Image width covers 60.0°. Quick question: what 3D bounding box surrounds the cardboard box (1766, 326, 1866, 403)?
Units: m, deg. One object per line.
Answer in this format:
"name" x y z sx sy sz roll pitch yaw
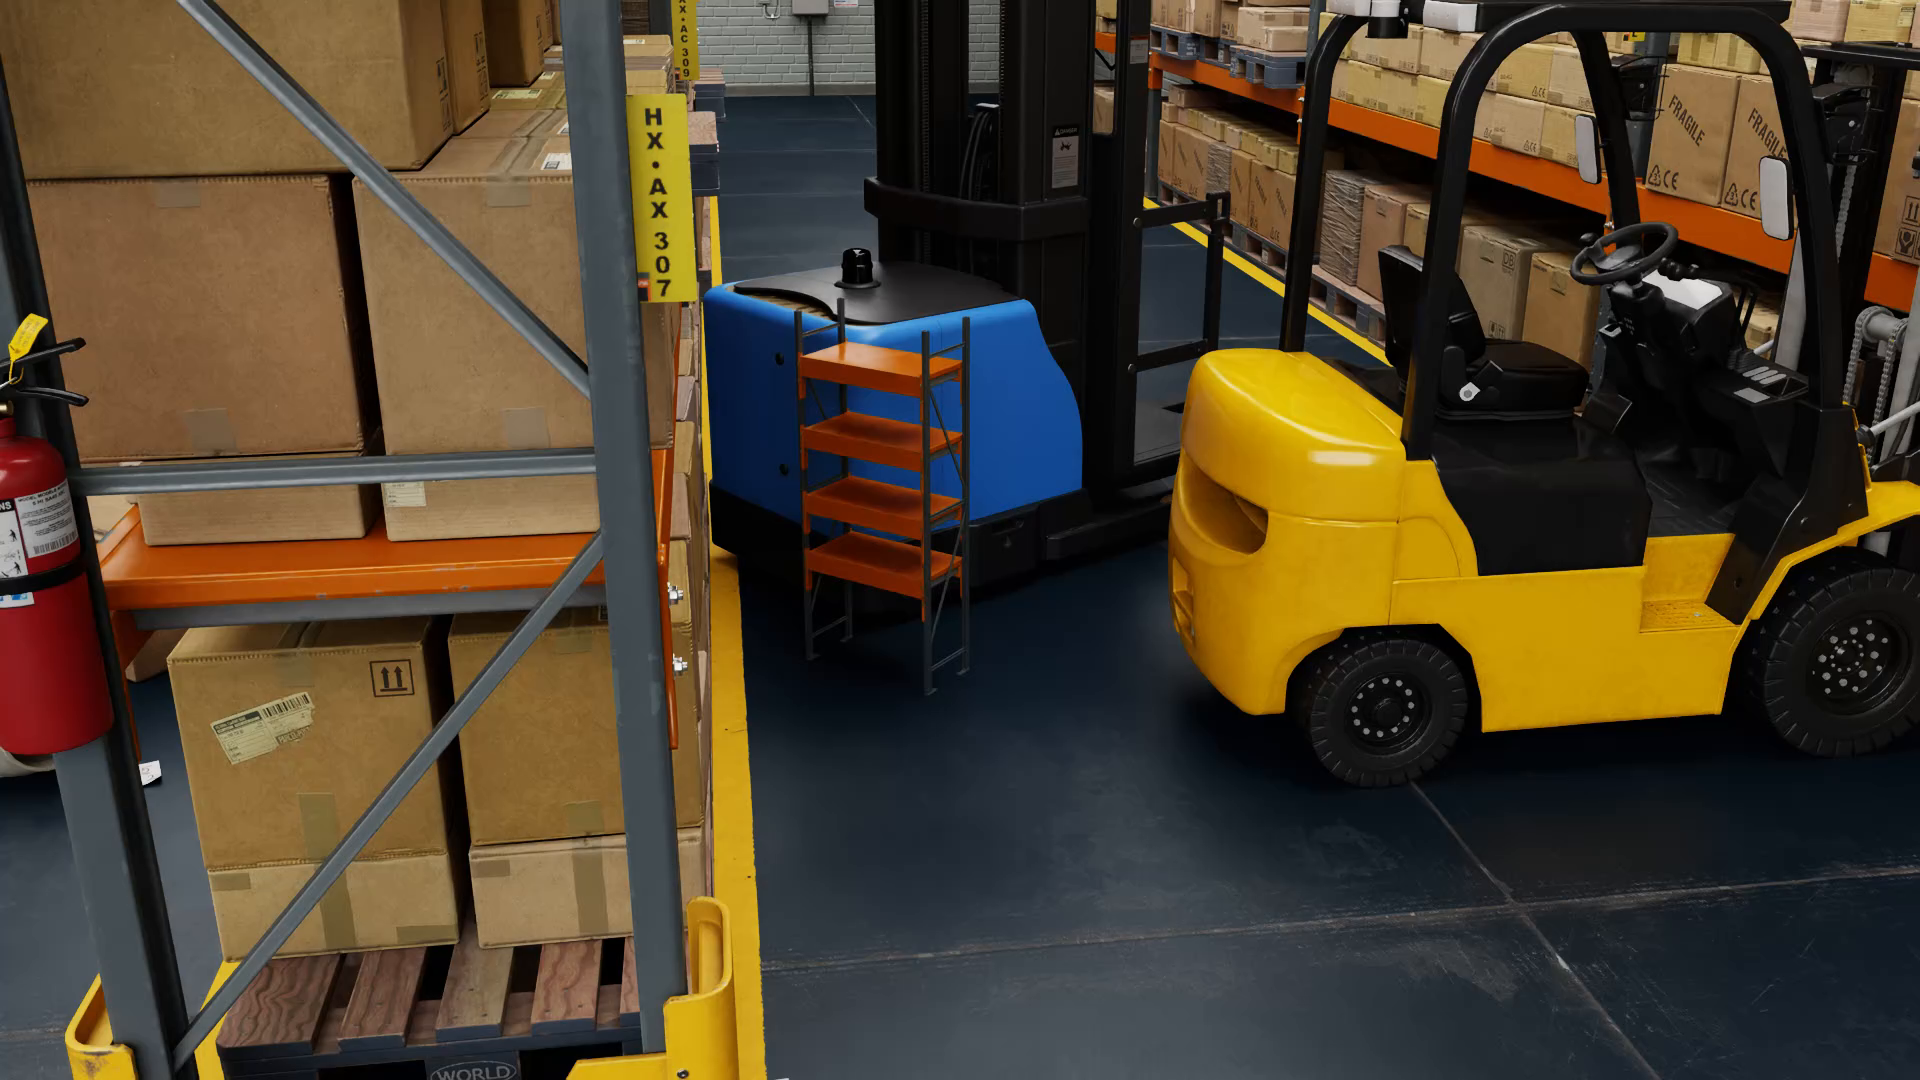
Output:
"cardboard box" 3.229 -0.586 5.898 0.500 0.250 0.500 -2 21 -6

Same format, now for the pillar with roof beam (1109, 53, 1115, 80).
"pillar with roof beam" -2.164 -9.468 19.206 9.100 9.000 0.400 -3 21 -8

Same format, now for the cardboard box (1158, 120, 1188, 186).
"cardboard box" 2.017 -3.358 14.393 0.500 0.500 0.500 -2 21 -5

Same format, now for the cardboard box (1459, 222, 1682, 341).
"cardboard box" 3.132 -1.275 8.636 0.875 0.625 0.625 -3 21 -8

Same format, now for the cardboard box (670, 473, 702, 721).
"cardboard box" -0.938 0.153 4.277 0.500 0.500 0.500 -4 21 -10

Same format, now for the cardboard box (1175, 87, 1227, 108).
"cardboard box" 2.043 -3.755 14.103 0.380 0.149 0.250 -4 21 -10

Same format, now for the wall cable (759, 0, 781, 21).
"wall cable" -2.752 -8.147 22.791 0.588 1.984 0.122 -3 21 -8

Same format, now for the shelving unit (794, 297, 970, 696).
"shelving unit" -0.245 -0.141 5.379 0.503 1.200 0.258 13 24 31

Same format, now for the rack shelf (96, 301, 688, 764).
"rack shelf" -1.300 -0.460 4.690 1.077 0.370 4.000 -3 21 -8

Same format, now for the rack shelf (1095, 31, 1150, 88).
"rack shelf" 1.882 -4.867 16.488 1.077 0.370 4.000 -3 21 -8

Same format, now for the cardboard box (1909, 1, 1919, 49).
"cardboard box" 3.340 -1.664 5.390 0.380 0.149 0.250 -3 21 -8

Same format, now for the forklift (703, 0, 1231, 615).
"forklift" 0.478 -1.515 6.585 3.031 2.935 1.130 -17 26 -37

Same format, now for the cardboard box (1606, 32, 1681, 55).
"cardboard box" 3.054 -2.199 7.247 0.380 0.149 0.250 -2 21 -6

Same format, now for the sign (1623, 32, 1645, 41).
"sign" 2.788 -2.216 6.821 0.100 0.325 0.005 -3 21 -8

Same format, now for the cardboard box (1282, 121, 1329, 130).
"cardboard box" 2.743 -3.193 13.023 0.380 0.149 0.250 -4 21 -10

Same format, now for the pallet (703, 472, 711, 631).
"pallet" -1.456 0.047 6.288 1.003 0.211 1.213 -3 21 -8

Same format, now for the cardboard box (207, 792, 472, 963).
"cardboard box" -1.398 0.712 3.853 0.500 0.250 0.500 -3 21 -8

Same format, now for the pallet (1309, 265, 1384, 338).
"pallet" 2.827 -1.533 10.519 1.003 0.211 1.213 -3 21 -8

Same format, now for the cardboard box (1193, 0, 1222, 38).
"cardboard box" 2.206 -4.125 12.731 0.700 0.500 0.500 -3 21 -8

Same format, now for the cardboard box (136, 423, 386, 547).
"cardboard box" -1.277 -0.106 3.072 0.380 0.149 0.250 -2 21 -6

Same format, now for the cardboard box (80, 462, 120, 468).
"cardboard box" -3.345 -0.573 6.455 0.500 0.500 0.500 -3 21 -8

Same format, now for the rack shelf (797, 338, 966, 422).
"rack shelf" -0.245 -0.509 5.241 0.480 0.148 0.258 13 24 31

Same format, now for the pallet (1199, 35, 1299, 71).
"pallet" 2.462 -3.710 12.635 1.003 0.211 1.213 -3 21 -8

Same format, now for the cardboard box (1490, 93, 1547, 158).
"cardboard box" 2.914 -2.006 8.015 0.500 0.250 0.500 -3 21 -8

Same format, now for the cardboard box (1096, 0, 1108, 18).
"cardboard box" 1.636 -5.269 16.325 0.500 0.250 0.500 -3 21 -9

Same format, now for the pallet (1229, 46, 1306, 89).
"pallet" 2.579 -3.268 11.452 1.213 0.211 1.003 -3 21 -8

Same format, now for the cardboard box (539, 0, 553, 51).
"cardboard box" -1.687 -1.803 5.260 0.700 0.500 0.500 -3 21 -7

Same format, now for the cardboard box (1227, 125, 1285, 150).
"cardboard box" 2.261 -3.075 12.707 0.380 0.149 0.250 -4 21 -10

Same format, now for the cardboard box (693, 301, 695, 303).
"cardboard box" -2.093 -1.644 9.987 0.950 0.372 0.625 -4 21 -11

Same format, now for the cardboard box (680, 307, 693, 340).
"cardboard box" -1.237 -0.558 6.182 0.500 0.500 0.500 -3 21 -9

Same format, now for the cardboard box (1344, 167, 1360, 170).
"cardboard box" 2.963 -2.312 11.592 0.500 0.500 0.500 -2 21 -6

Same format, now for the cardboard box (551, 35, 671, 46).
"cardboard box" -1.278 -1.535 5.970 0.500 0.500 0.500 -3 21 -9

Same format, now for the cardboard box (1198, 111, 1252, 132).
"cardboard box" 2.176 -3.429 13.655 0.380 0.149 0.250 -3 21 -9

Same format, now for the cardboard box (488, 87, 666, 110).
"cardboard box" -0.958 -0.825 4.069 0.500 0.500 0.500 -3 21 -9

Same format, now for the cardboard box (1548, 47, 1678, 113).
"cardboard box" 2.999 -2.063 7.451 0.500 0.250 0.500 -3 21 -9

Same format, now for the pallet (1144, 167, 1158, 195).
"pallet" 2.072 -3.443 15.632 1.003 0.211 1.213 -3 21 -8

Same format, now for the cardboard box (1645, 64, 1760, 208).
"cardboard box" 3.129 -1.622 6.628 0.500 0.500 0.500 -3 21 -9

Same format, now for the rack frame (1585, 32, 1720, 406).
"rack frame" 3.323 -1.741 7.092 1.000 3.000 0.127 -3 21 -8

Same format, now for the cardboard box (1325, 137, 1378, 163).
"cardboard box" 2.853 -2.828 12.045 0.380 0.149 0.250 -3 21 -7

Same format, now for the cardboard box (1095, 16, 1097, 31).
"cardboard box" 1.506 -5.202 16.717 0.380 0.149 0.250 -4 21 -9

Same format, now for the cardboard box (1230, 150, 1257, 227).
"cardboard box" 2.333 -2.643 12.477 0.500 0.500 0.500 -2 21 -5

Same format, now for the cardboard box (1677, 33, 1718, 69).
"cardboard box" 3.109 -1.969 6.630 0.380 0.149 0.250 -3 21 -9

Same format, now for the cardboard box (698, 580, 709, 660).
"cardboard box" -1.012 0.328 4.881 0.500 0.250 0.500 -2 21 -4

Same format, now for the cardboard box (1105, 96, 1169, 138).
"cardboard box" 1.822 -4.048 16.240 0.700 0.500 0.500 -4 21 -10

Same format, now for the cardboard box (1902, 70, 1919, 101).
"cardboard box" 3.265 -1.524 5.439 0.380 0.149 0.250 -4 21 -9

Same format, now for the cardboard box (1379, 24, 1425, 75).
"cardboard box" 2.697 -2.769 9.342 0.500 0.250 0.500 -3 21 -9

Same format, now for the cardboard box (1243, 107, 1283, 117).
"cardboard box" 2.595 -3.553 13.989 0.380 0.149 0.250 -3 21 -7

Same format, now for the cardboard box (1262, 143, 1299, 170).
"cardboard box" 2.355 -2.707 11.723 0.380 0.149 0.250 -4 21 -11

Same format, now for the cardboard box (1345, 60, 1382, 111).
"cardboard box" 2.636 -2.716 9.915 0.500 0.250 0.500 -3 21 -9

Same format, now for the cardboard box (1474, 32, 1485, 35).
"cardboard box" 2.841 -2.640 8.428 0.380 0.149 0.250 -3 21 -7
